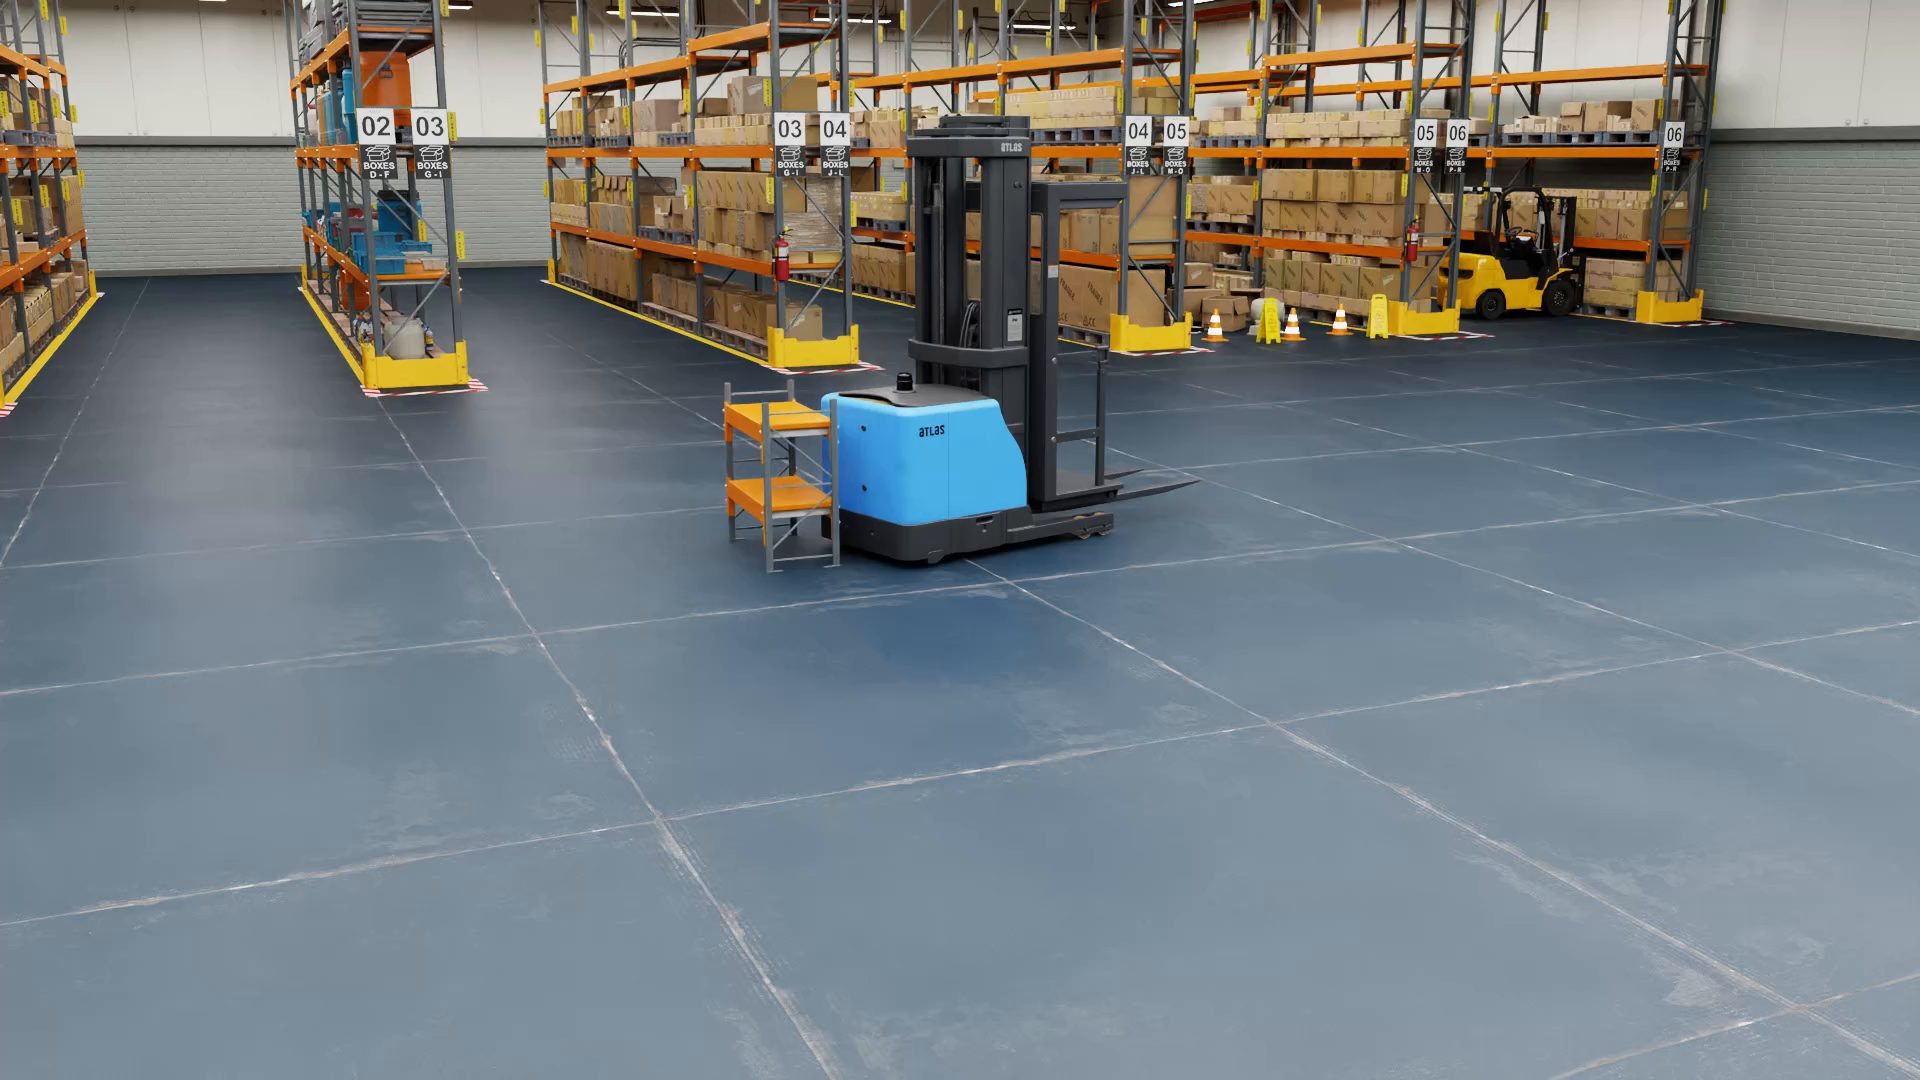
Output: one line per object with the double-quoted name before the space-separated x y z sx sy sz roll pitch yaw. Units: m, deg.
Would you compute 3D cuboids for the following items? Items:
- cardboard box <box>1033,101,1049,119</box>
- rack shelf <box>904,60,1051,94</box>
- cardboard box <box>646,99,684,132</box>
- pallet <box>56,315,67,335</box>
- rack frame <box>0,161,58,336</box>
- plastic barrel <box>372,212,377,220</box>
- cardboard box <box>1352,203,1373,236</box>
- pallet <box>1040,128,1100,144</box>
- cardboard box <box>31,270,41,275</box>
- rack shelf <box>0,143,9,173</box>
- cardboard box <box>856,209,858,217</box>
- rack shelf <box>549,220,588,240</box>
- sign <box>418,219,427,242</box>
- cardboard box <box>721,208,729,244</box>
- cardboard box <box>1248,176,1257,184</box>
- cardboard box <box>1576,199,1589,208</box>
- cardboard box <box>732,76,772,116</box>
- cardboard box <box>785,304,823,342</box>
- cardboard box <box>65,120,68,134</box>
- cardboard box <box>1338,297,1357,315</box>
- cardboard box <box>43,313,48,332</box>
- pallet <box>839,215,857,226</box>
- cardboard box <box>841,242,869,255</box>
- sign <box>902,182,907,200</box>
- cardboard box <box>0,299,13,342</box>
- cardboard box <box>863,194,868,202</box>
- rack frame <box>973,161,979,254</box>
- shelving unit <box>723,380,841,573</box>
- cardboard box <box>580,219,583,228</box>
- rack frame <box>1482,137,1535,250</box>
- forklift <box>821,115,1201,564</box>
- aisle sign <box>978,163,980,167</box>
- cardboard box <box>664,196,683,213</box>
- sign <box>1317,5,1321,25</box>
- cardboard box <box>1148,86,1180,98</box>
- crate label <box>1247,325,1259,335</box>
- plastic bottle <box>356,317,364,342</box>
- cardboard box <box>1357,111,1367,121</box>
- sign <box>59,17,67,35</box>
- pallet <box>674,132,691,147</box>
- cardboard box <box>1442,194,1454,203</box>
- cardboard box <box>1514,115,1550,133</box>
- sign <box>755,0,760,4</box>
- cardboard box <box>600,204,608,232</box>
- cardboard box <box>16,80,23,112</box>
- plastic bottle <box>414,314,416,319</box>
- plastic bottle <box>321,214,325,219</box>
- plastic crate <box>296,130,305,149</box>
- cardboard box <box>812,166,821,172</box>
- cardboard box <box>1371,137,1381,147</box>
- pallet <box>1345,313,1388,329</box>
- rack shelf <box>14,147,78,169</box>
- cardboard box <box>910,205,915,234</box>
"cardboard box" 1.437 -6.463 25.011 0.500 0.250 0.500 -6 14 -24
"rack shelf" 0.290 -7.802 28.105 1.077 0.370 4.000 -6 14 -23
"cardboard box" -4.736 -6.836 26.769 0.500 0.500 0.500 -6 14 -25
"pallet" -14.439 -3.316 25.728 1.003 0.211 1.213 -6 14 -23
"rack frame" -14.174 -4.517 24.733 1.000 3.000 0.127 -6 14 -23
"plastic barrel" -8.681 -4.662 25.057 0.433 0.535 0.433 0 13 0
"cardboard box" 6.523 -5.038 26.102 0.500 0.500 0.500 -6 14 -23
"pallet" 1.895 -6.008 24.720 1.003 0.211 1.213 -6 14 -23
"cardboard box" -16.265 -4.432 28.933 0.500 0.500 0.500 -6 14 -23
"rack shelf" -11.771 -4.388 19.119 1.077 0.370 4.000 -6 14 -23
"cardboard box" -1.849 -6.354 32.298 0.380 0.149 0.250 -6 14 -24
"rack shelf" -7.499 -6.300 34.032 1.077 0.370 4.000 -6 14 -23
"sign" -7.523 -4.319 23.265 0.100 0.325 0.005 -6 14 -23
"cardboard box" -2.909 -4.479 23.687 0.875 0.500 0.500 -6 14 -23
"cardboard box" 5.193 -6.538 30.214 0.380 0.149 0.250 -5 14 -20
"cardboard box" 10.804 -5.776 28.513 0.380 0.149 0.250 -6 14 -23
"cardboard box" -2.744 -5.954 22.299 0.500 0.500 0.500 -6 14 -23
"cardboard box" -2.126 -2.875 22.252 0.500 0.500 0.500 -3 13 -13
"cardboard box" -16.542 -7.511 30.243 0.500 0.250 0.500 -6 14 -23
"cardboard box" 6.418 -3.768 26.666 0.500 0.250 0.500 -6 14 -23
"cardboard box" -13.332 -3.085 23.712 0.500 0.250 0.500 -5 14 -22
"pallet" -1.940 -6.400 33.294 1.003 0.211 1.213 -6 14 -23
"cardboard box" -2.059 -5.840 33.399 0.500 0.250 0.500 -6 14 -25
"sign" -1.004 -6.312 30.099 0.100 0.325 0.005 -6 14 -23
"cardboard box" -11.792 -2.637 20.116 0.500 0.500 0.500 -6 14 -23
"cardboard box" -1.643 -6.537 31.768 0.380 0.149 0.250 -5 14 -20
"rack frame" 0.780 -7.959 39.604 1.000 3.000 0.127 -6 14 -23
"shelving unit" -1.228 -0.461 11.366 0.538 1.125 1.048 -5 14 -21
"cardboard box" -7.224 -6.201 32.569 0.380 0.149 0.250 -5 14 -22
"rack frame" 10.133 -5.928 30.833 1.000 3.000 0.127 -6 14 -23
"forklift" 0.486 -1.518 11.928 3.031 2.935 1.130 -10 17 -38
"aisle sign" 0.485 -9.214 39.262 0.394 0.787 0.004 -6 14 -23
"cardboard box" -4.528 -5.450 27.611 0.700 0.500 0.500 -3 13 -15
"sign" 6.091 -8.941 28.297 0.100 0.325 0.005 -6 14 -23
"cardboard box" 2.852 -6.263 23.263 0.380 0.149 0.250 -5 14 -22
"crate label" 4.582 -3.217 25.466 0.298 0.136 0.250 9 16 35
"plastic bottle" -8.013 -2.817 22.290 0.144 0.351 0.185 -6 14 -25
"cardboard box" 6.450 -6.640 26.042 0.380 0.149 0.250 -6 14 -23
"sign" -16.862 -9.670 31.273 0.100 0.325 0.005 -6 14 -23
"pallet" -3.643 -6.091 25.300 1.213 0.211 1.003 -6 14 -23
"cardboard box" 9.396 -6.493 31.612 0.380 0.149 0.250 -6 14 -25
"cardboard box" 10.243 -7.406 29.608 0.500 0.311 0.500 -5 14 -22
"sign" -2.989 -8.046 24.429 0.100 0.325 0.005 -6 14 -23
"cardboard box" -6.341 -5.961 30.751 0.500 0.500 0.500 -6 14 -24
"cardboard box" -14.752 -6.815 25.573 0.500 0.500 0.500 -6 14 -23
"plastic bottle" -7.433 -2.914 22.707 0.144 0.351 0.185 -6 15 -26
"plastic bottle" -11.376 -5.655 29.762 0.144 0.351 0.185 -6 14 -23
"plastic crate" -12.479 -7.707 32.001 0.504 0.338 0.767 -6 14 -23
"cardboard box" -2.761 -7.524 34.627 0.500 0.500 0.500 -6 14 -25
"cardboard box" 6.585 -6.147 25.681 0.380 0.149 0.250 -5 14 -21
"pallet" 6.865 -3.481 26.443 1.003 0.211 1.213 -6 14 -23
"rack shelf" -16.578 -6.867 29.831 1.077 0.370 4.000 -6 14 -23
"cardboard box" -0.578 -5.769 29.923 0.500 0.500 0.500 -5 14 -22
